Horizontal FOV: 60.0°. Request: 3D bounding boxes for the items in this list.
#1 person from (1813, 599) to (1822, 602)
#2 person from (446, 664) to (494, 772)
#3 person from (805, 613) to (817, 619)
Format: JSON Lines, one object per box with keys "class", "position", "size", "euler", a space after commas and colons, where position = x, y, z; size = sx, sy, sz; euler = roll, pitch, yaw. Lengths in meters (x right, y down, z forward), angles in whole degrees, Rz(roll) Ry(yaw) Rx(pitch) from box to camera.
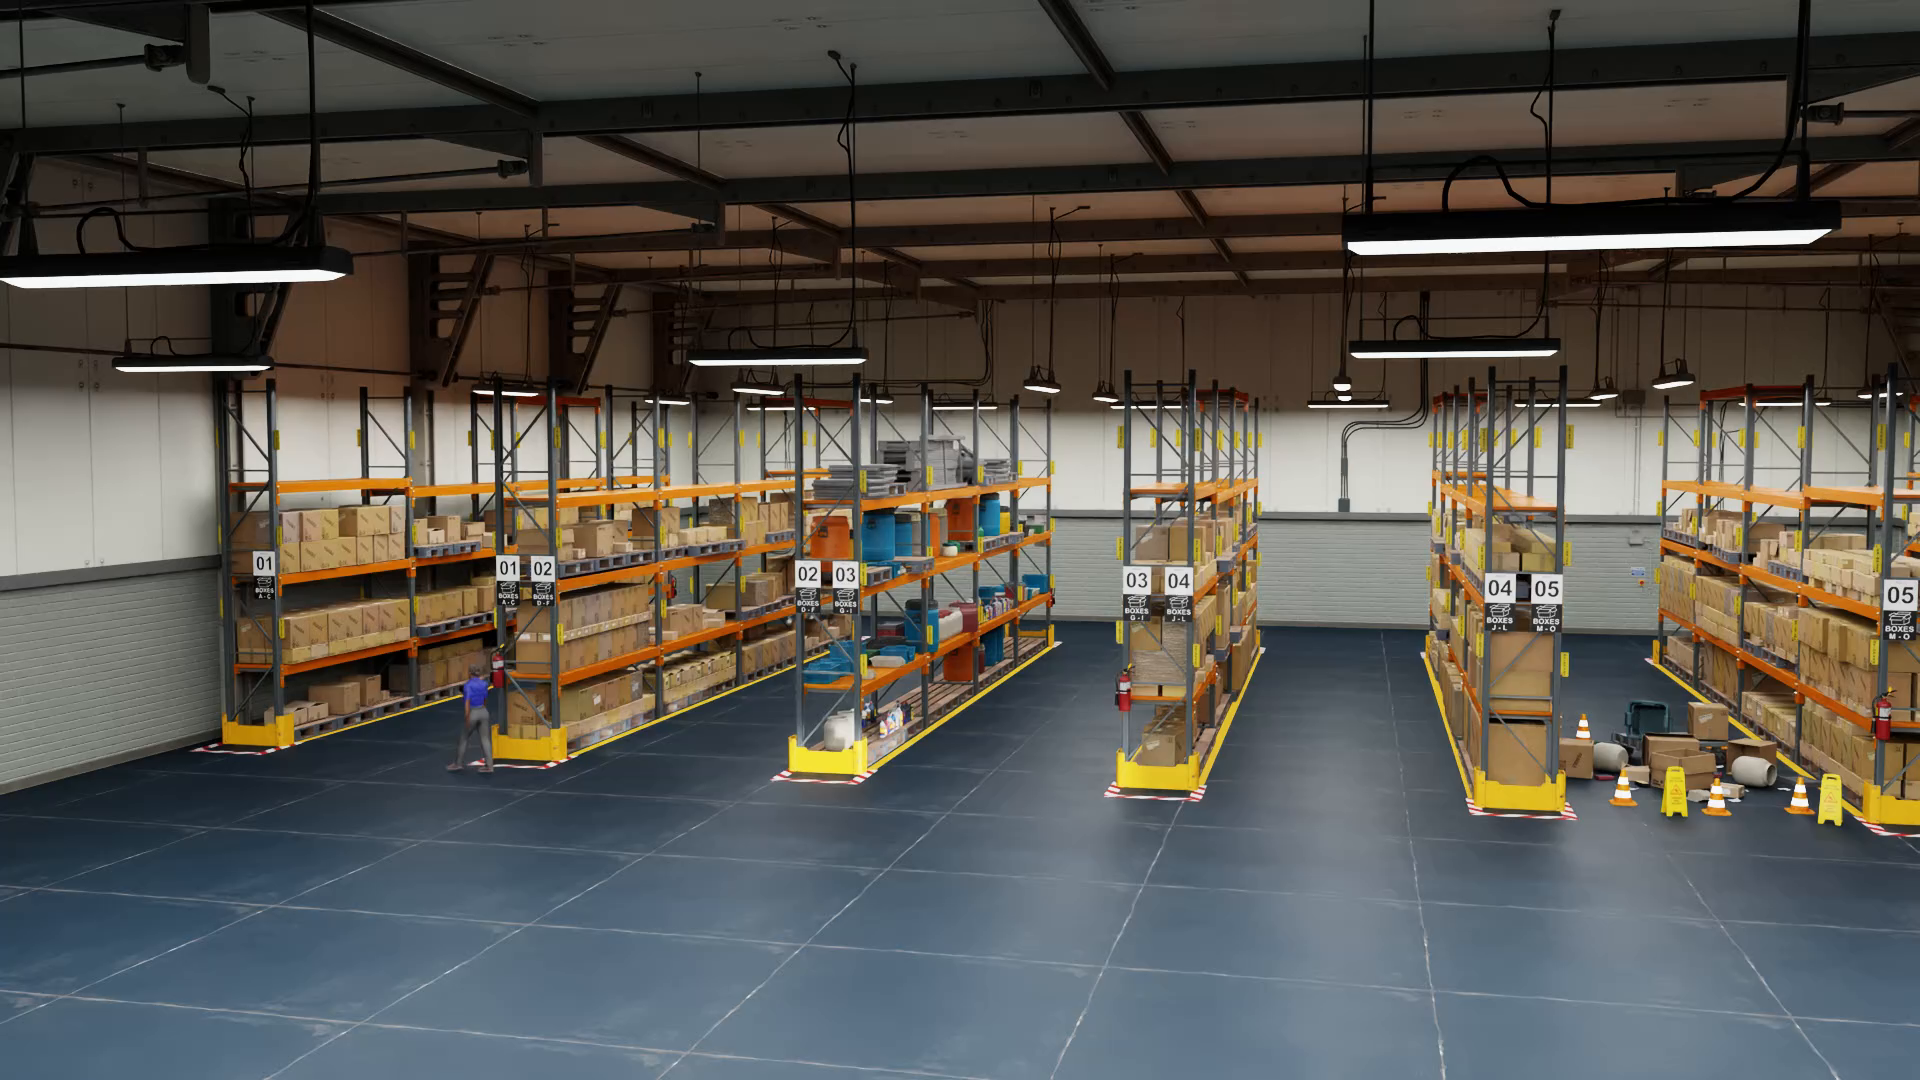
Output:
{"class": "person", "position": [18.759, 1.997, 36.243], "size": [1.021, 1.615, 0.464], "euler": [3, 5, 44]}
{"class": "person", "position": [-7.337, 2.675, 25.036], "size": [0.842, 1.601, 0.496], "euler": [3, 5, 42]}
{"class": "person", "position": [-3.925, 1.531, 42.914], "size": [0.615, 1.784, 0.556], "euler": [-1, 4, -12]}
